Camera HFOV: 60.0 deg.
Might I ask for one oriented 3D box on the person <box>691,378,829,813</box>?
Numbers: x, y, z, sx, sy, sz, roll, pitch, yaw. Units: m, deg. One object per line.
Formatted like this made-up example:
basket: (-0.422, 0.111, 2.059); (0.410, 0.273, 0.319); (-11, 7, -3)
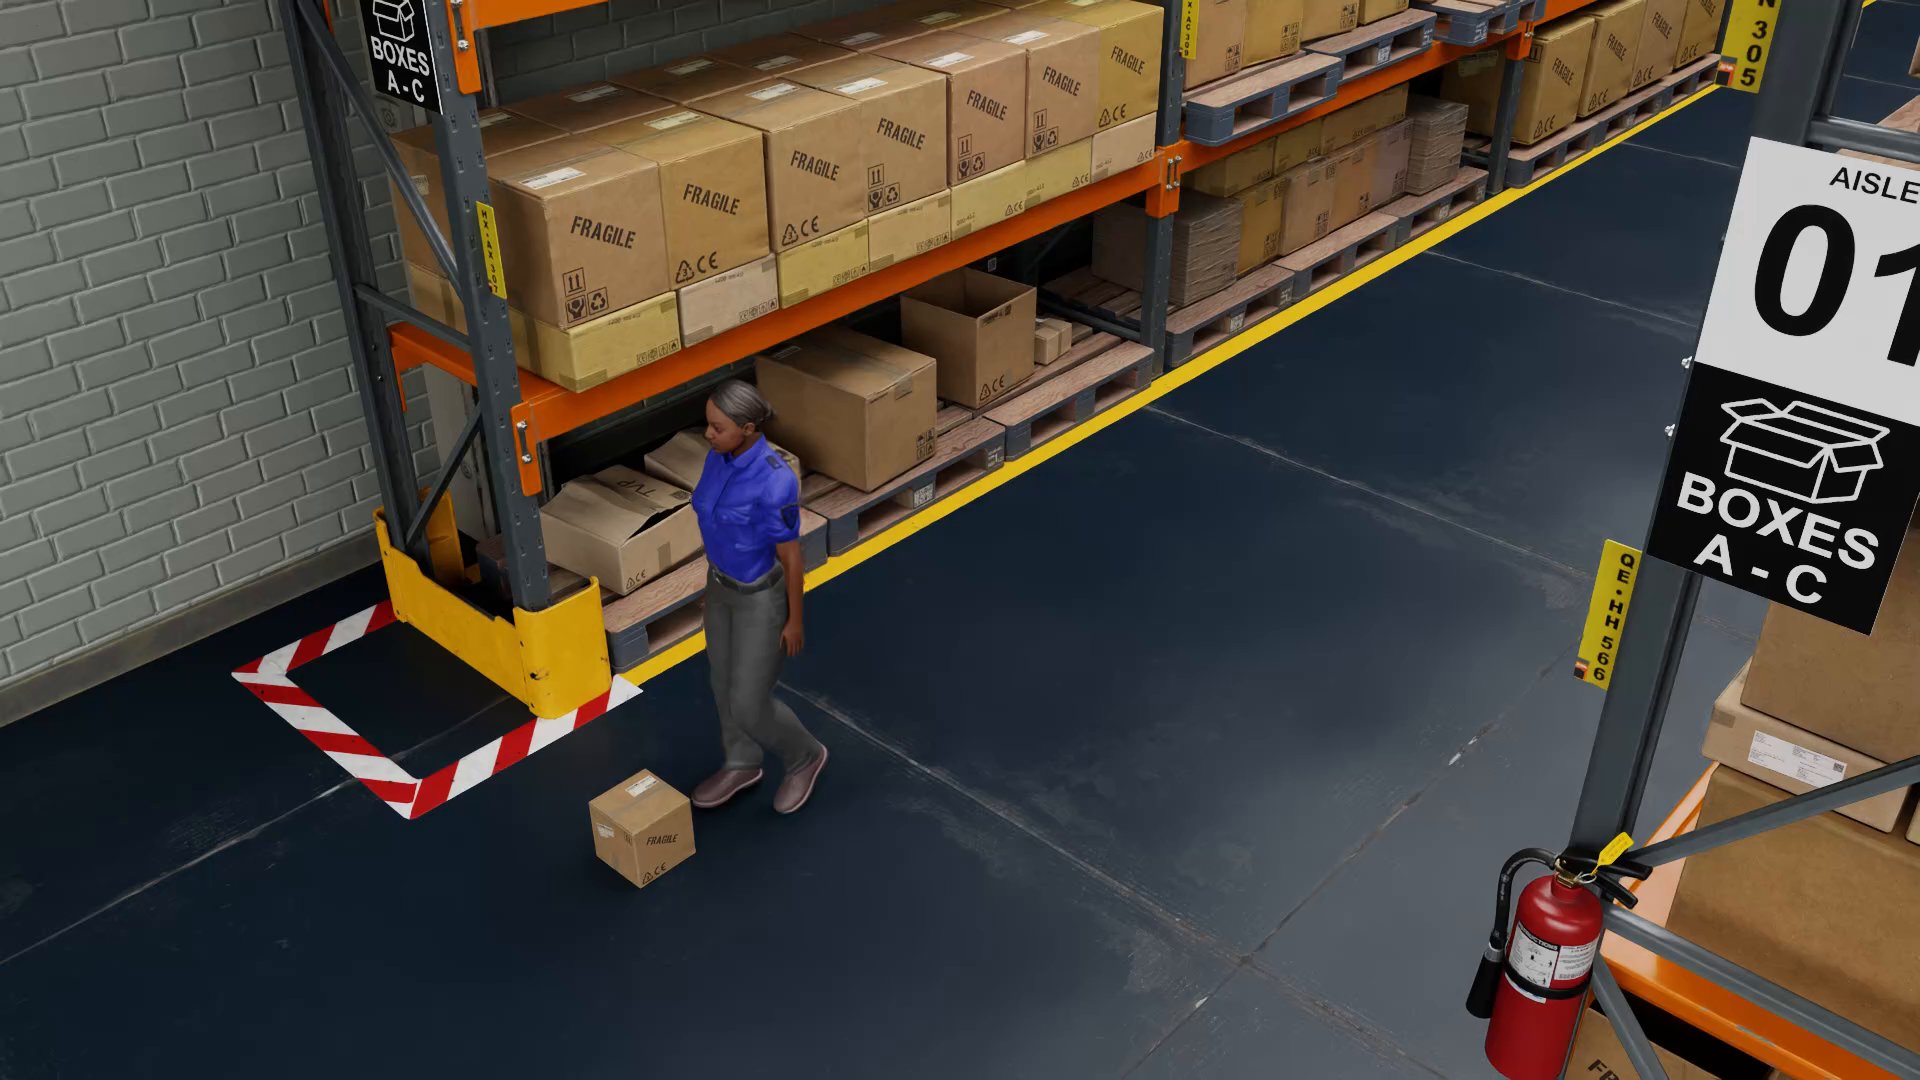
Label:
person: (-0.758, 0.231, 5.755); (0.466, 1.695, 0.471); (-24, 39, -33)
